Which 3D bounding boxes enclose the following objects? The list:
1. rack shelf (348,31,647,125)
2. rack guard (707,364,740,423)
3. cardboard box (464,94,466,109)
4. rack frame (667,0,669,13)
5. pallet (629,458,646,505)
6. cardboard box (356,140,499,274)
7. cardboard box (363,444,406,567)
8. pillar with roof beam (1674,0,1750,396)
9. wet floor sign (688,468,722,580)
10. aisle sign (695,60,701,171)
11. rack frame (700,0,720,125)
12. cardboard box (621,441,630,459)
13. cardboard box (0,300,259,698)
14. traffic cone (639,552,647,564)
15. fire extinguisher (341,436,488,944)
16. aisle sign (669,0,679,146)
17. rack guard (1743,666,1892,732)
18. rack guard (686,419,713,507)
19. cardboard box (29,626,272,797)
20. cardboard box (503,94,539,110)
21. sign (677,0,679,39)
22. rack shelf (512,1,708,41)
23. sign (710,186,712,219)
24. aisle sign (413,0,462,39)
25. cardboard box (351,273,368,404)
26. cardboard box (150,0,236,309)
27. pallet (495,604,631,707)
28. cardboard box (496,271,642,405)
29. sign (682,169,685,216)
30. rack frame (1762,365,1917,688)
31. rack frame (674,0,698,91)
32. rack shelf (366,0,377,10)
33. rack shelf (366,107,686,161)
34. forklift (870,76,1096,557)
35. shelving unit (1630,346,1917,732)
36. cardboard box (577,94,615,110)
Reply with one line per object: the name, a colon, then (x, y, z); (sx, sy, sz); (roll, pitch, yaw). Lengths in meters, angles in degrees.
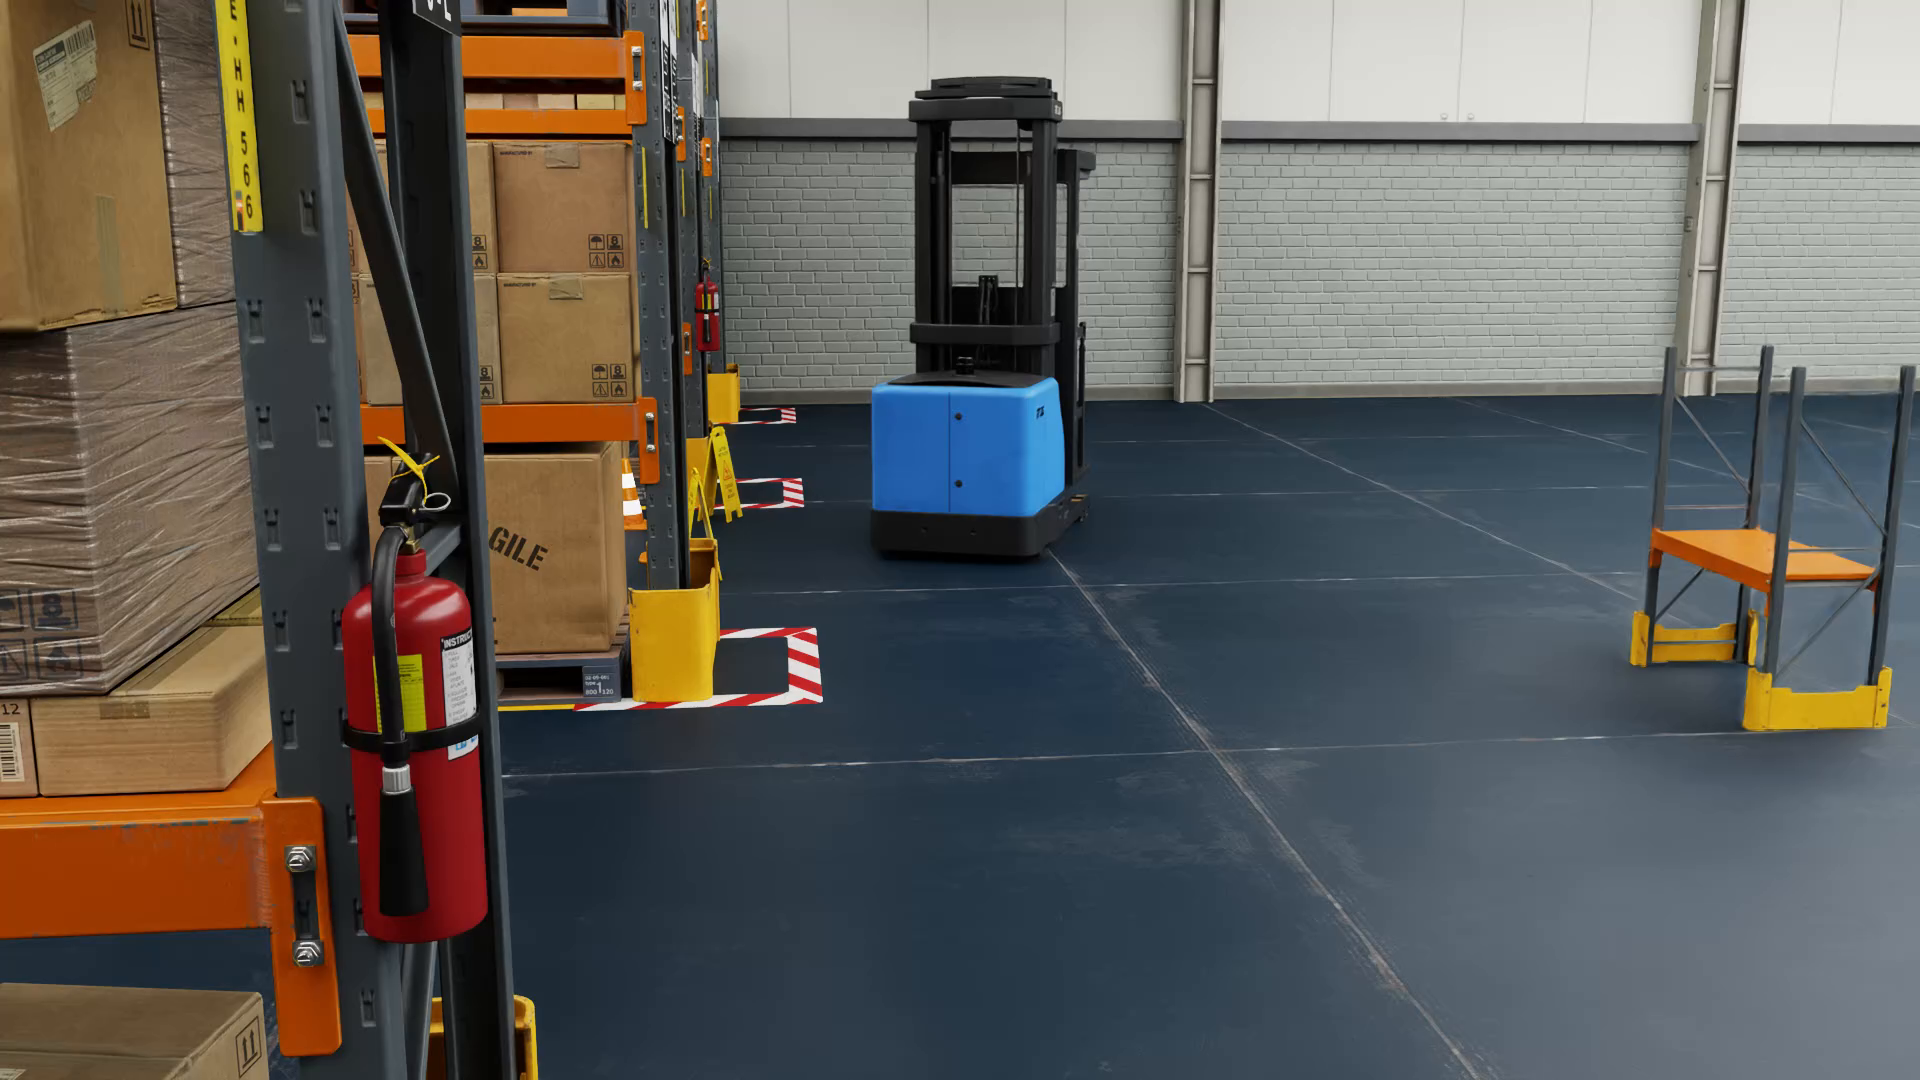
rack shelf: (-3.335, -1.952, 7.111); (4.000, 0.370, 1.077); (-1, 11, -6)
rack guard: (-2.498, -1.548, 17.446); (0.348, 0.500, 1.175); (-1, 11, -6)
cardboard box: (-3.583, -3.088, 11.677); (0.250, 0.149, 0.380); (-2, 11, -8)
rack frame: (-1.347, -3.819, 6.964); (0.127, 3.000, 1.000); (-1, 11, -6)
pallet: (-2.869, -0.442, 12.570); (1.213, 0.211, 1.003); (-1, 11, -6)
cardboard box: (-2.257, -1.449, 7.275); (0.550, 0.550, 0.875); (-1, 11, -6)
cardboard box: (-2.889, 0.007, 7.476); (0.875, 0.875, 0.875); (-1, 11, -7)
pillar with roof beam: (9.083, -5.300, 14.501); (0.400, 9.000, 9.100); (-1, 11, -6)
wet floor sign: (-1.532, -0.100, 9.705); (0.232, 0.644, 0.267); (-3, 12, -16)
aisle sign: (-1.954, -3.159, 12.419); (0.004, 0.787, 0.394); (-1, 11, -6)
rack frame: (-2.522, -5.718, 16.624); (0.127, 3.000, 1.000); (-1, 11, -6)
cardboard box: (-2.814, -0.715, 12.770); (0.500, 0.250, 0.500); (-1, 11, -7)
cardboard box: (-1.462, -0.111, 2.624); (0.500, 0.500, 0.875); (-1, 11, -6)
traffic cone: (-1.812, -0.115, 10.255); (0.334, 0.463, 0.336); (-1, 11, -6)
fire extinguisher: (-0.748, 0.202, 2.264); (0.183, 0.674, 0.296); (-1, 11, -6)
aisle sign: (-1.309, -2.210, 7.592); (0.004, 0.787, 0.394); (-1, 11, -6)
rack guard: (3.550, 0.655, 6.887); (0.587, 0.250, 0.087); (-1, 11, -4)
rack guard: (-2.058, -0.594, 12.594); (0.348, 0.500, 1.175); (-1, 11, -6)
cardboard box: (-1.173, 0.247, 2.487); (0.250, 0.149, 0.380); (-1, 11, -6)
cardboard box: (-3.077, -3.107, 11.770); (0.250, 0.149, 0.380); (-1, 11, -6)
sign: (-1.942, -3.622, 11.443); (0.005, 0.325, 0.100); (-1, 11, -6)
rack shelf: (-4.510, -5.127, 16.520); (4.000, 0.370, 1.077); (-1, 11, -6)
sign: (-2.477, -3.354, 16.537); (0.005, 0.325, 0.100); (-1, 11, -6)
aisle sign: (-0.883, -1.256, 2.742); (0.004, 0.787, 0.394); (-1, 11, -6)
cardboard box: (-2.826, -0.929, 7.429); (0.550, 0.550, 0.875); (-1, 11, -6)
cardboard box: (-1.488, -0.648, 2.767); (0.500, 0.500, 0.500); (-1, 11, -6)
pallet: (-2.133, 0.525, 7.651); (1.213, 0.211, 1.003); (-1, 11, -6)
cardboard box: (-1.711, -0.932, 7.445); (0.550, 0.550, 0.875); (-1, 11, -6)
sign: (-1.942, -2.439, 11.675); (0.005, 0.325, 0.100); (-1, 11, -6)
rack frame: (3.551, 0.046, 6.748); (0.500, 1.500, 0.032); (-1, 11, -4)
rack frame: (-1.982, -4.766, 11.782); (0.127, 3.000, 1.000); (-1, 11, -6)
rack shelf: (-2.900, -0.999, 2.262); (4.000, 0.370, 1.077); (-1, 11, -6)
rack shelf: (-3.970, -2.899, 11.929); (4.000, 0.370, 1.077); (-1, 11, -6)
forklift: (0.300, -1.573, 11.269); (1.130, 2.935, 3.031); (3, 11, 14)
shelving unit: (3.511, -0.054, 7.254); (0.587, 1.500, 1.083); (-1, 11, -4)
cardboard box: (-2.550, -3.098, 11.727); (0.250, 0.149, 0.380); (-1, 11, -6)
